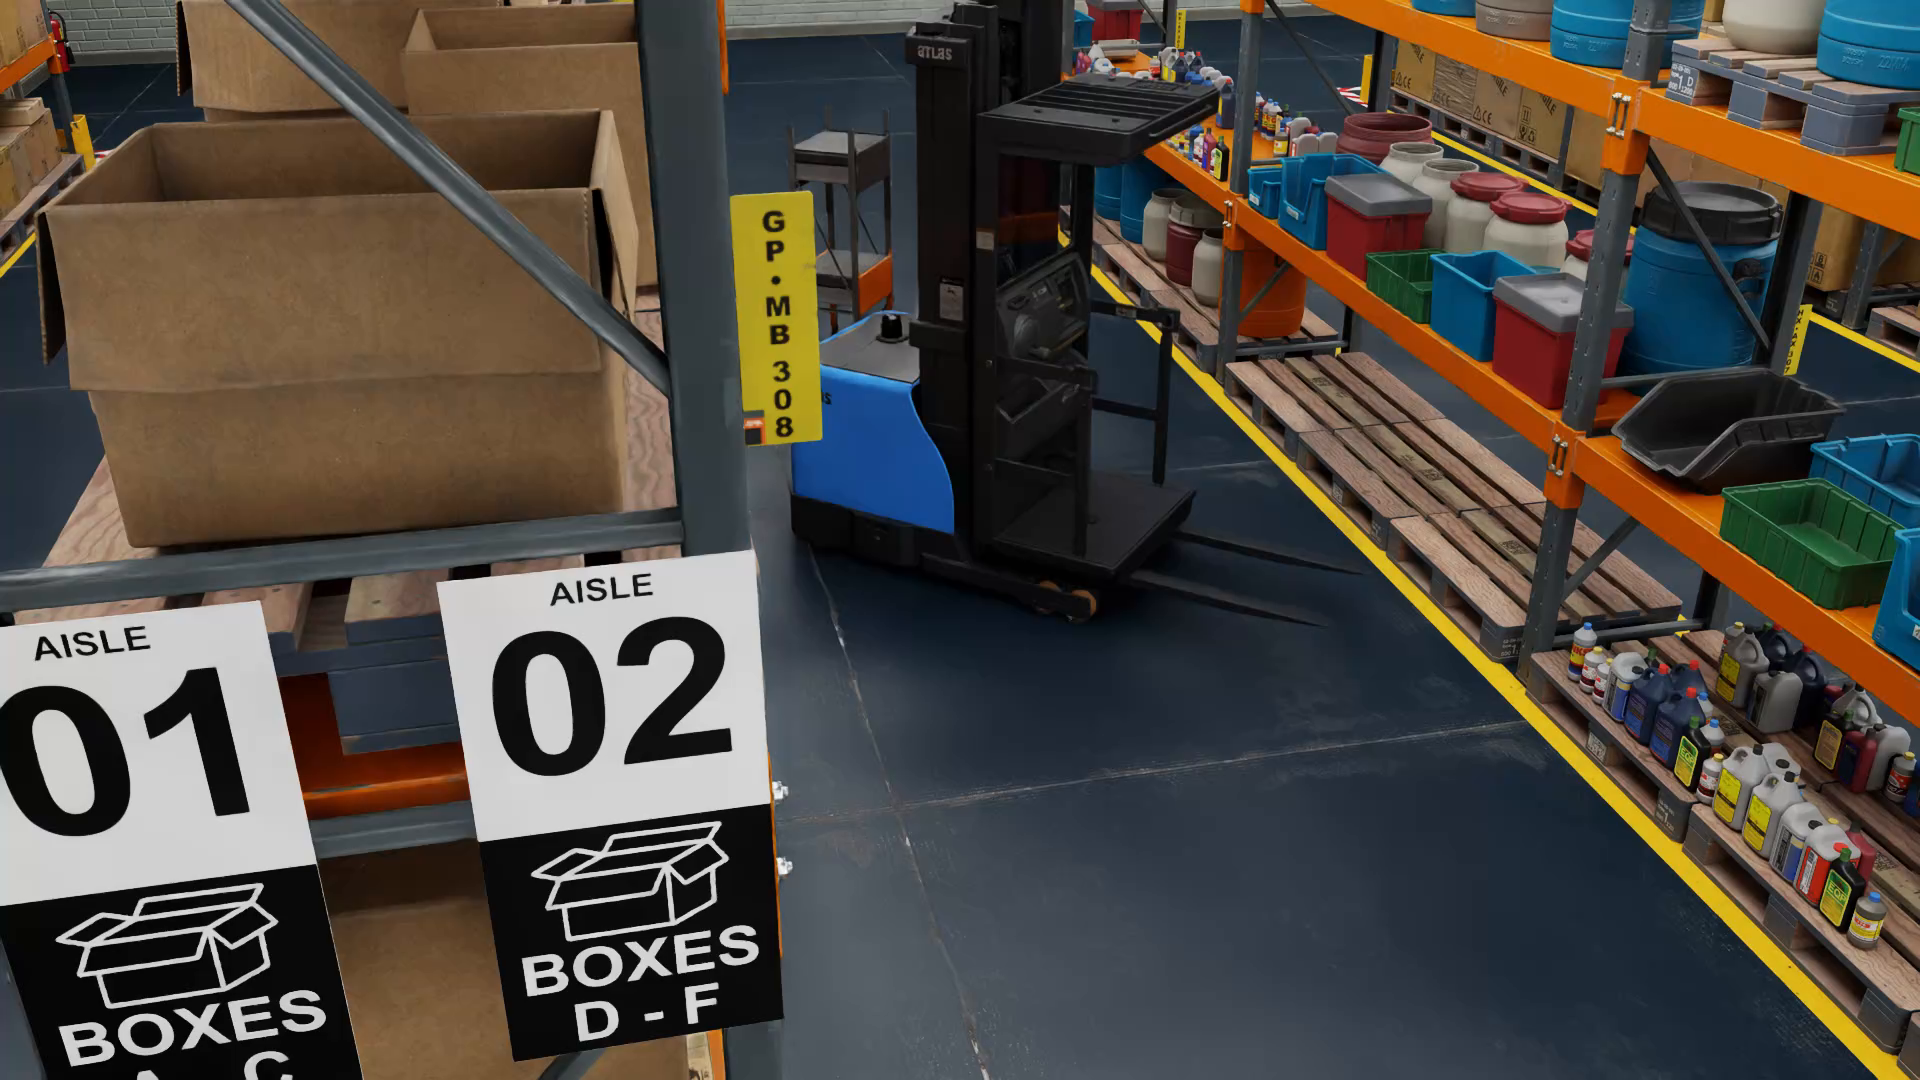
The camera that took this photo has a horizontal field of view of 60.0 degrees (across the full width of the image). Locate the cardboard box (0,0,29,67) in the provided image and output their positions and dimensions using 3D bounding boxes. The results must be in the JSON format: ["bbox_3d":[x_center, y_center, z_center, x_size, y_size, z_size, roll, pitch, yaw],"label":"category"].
[{"bbox_3d":[-8.901,-4.565,14.632,0.980,0.700,0.700,-6,27,-12],"label":"cardboard box"}]

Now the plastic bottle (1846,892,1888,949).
[{"bbox_3d":[3.217,1.337,5.889,0.097,0.201,0.097,0,27,0],"label":"plastic bottle"}]

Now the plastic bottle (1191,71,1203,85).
[{"bbox_3d":[1.866,-3.562,13.122,0.097,0.271,0.097,0,27,0],"label":"plastic bottle"}]

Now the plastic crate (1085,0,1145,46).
[{"bbox_3d":[1.397,-4.695,15.085,0.402,0.464,0.583,-6,27,-12],"label":"plastic crate"}]

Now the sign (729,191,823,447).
[{"bbox_3d":[-0.227,-0.271,2.071,0.100,0.325,0.005,-6,27,-12],"label":"sign"}]

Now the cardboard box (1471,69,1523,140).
[{"bbox_3d":[5.906,-4.657,17.039,0.875,0.875,0.875,-6,27,-12],"label":"cardboard box"}]

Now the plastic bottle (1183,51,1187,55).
[{"bbox_3d":[1.854,-3.933,13.842,0.061,0.283,0.133,-6,27,-12],"label":"plastic bottle"}]

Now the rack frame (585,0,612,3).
[{"bbox_3d":[-1.670,-2.887,4.982,1.000,3.000,0.127,-6,27,-12],"label":"rack frame"}]

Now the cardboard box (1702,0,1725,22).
[{"bbox_3d":[6.474,-4.635,13.880,0.797,0.503,0.637,-6,27,-11],"label":"cardboard box"}]

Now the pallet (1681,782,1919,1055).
[{"bbox_3d":[3.546,1.371,6.300,1.003,0.211,1.213,-6,27,-12],"label":"pallet"}]

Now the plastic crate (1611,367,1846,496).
[{"bbox_3d":[3.151,-0.439,6.860,0.767,0.338,0.504,-6,27,-12],"label":"plastic crate"}]

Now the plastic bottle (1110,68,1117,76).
[{"bbox_3d":[1.221,-3.576,13.134,0.061,0.283,0.133,-6,27,-12],"label":"plastic bottle"}]

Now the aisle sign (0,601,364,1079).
[{"bbox_3d":[-1.040,0.446,2.153,0.394,0.787,0.004,-6,27,-12],"label":"aisle sign"}]

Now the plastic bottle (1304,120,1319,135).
[{"bbox_3d":[2.443,-2.785,11.569,0.061,0.283,0.133,-6,27,-12],"label":"plastic bottle"}]

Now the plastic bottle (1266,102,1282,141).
[{"bbox_3d":[2.287,-3.048,12.102,0.097,0.271,0.097,0,27,0],"label":"plastic bottle"}]

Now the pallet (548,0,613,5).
[{"bbox_3d":[-2.077,-2.440,7.635,1.003,0.211,1.213,-5,27,-9],"label":"pallet"}]

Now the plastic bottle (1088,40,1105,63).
[{"bbox_3d":[1.126,-3.995,13.890,0.144,0.351,0.185,-6,27,-12],"label":"plastic bottle"}]

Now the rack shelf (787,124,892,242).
[{"bbox_3d":[-0.675,-2.028,9.413,0.431,0.518,0.480,10,28,18],"label":"rack shelf"}]

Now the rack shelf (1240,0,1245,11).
[{"bbox_3d":[1.804,-4.362,12.032,1.077,0.370,4.000,-6,27,-12],"label":"rack shelf"}]

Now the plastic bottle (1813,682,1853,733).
[{"bbox_3d":[3.703,0.711,7.038,0.061,0.283,0.133,-4,27,-8],"label":"plastic bottle"}]

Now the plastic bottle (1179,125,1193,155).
[{"bbox_3d":[1.600,-2.867,11.745,0.097,0.271,0.097,0,27,0],"label":"plastic bottle"}]

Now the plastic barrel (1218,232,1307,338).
[{"bbox_3d":[2.128,-1.897,11.623,0.600,0.830,0.708,-6,27,-12],"label":"plastic barrel"}]

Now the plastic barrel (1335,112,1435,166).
[{"bbox_3d":[2.655,-2.354,10.433,0.600,0.536,0.708,-6,27,-12],"label":"plastic barrel"}]

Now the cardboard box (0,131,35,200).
[{"bbox_3d":[-8.718,-3.306,14.779,0.700,0.500,0.500,-7,28,-13],"label":"cardboard box"}]

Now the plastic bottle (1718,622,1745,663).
[{"bbox_3d":[3.542,0.471,7.606,0.097,0.201,0.097,0,27,0],"label":"plastic bottle"}]

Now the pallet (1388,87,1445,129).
[{"bbox_3d":[5.534,-4.893,18.710,1.003,0.211,1.213,-6,27,-12],"label":"pallet"}]

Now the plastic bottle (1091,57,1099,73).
[{"bbox_3d":[1.116,-3.810,13.612,0.097,0.271,0.097,0,27,0],"label":"plastic bottle"}]

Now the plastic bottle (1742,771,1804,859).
[{"bbox_3d":[3.114,1.024,6.344,0.144,0.351,0.185,-5,27,-9],"label":"plastic bottle"}]

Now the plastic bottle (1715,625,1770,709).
[{"bbox_3d":[3.442,0.544,7.294,0.144,0.351,0.185,-6,27,-12],"label":"plastic bottle"}]

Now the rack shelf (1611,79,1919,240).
[{"bbox_3d":[3.607,-0.850,5.074,1.077,0.370,4.000,-6,27,-12],"label":"rack shelf"}]

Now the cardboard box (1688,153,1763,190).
[{"bbox_3d":[6.752,-2.905,13.568,1.225,0.875,0.875,-6,27,-11],"label":"cardboard box"}]

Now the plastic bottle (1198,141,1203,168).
[{"bbox_3d":[1.688,-2.665,11.422,0.097,0.201,0.097,0,27,0],"label":"plastic bottle"}]

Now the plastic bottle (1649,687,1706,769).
[{"bbox_3d":[2.977,0.756,6.875,0.144,0.351,0.185,-7,28,-14],"label":"plastic bottle"}]

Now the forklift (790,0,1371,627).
[{"bbox_3d":[0.607,-1.162,8.300,3.031,2.935,1.130,14,30,26],"label":"forklift"}]

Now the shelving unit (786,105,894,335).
[{"bbox_3d":[-0.675,-1.415,9.723,0.431,2.100,0.503,10,28,18],"label":"shelving unit"}]

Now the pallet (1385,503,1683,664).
[{"bbox_3d":[2.942,0.194,8.631,1.003,0.211,1.213,-6,27,-12],"label":"pallet"}]

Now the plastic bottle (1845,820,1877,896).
[{"bbox_3d":[3.290,1.176,6.117,0.061,0.283,0.133,-6,27,-12],"label":"plastic bottle"}]

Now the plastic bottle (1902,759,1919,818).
[{"bbox_3d":[3.807,0.957,6.565,0.097,0.271,0.097,0,27,0],"label":"plastic bottle"}]

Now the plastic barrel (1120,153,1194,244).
[{"bbox_3d":[1.619,-2.921,13.571,0.600,0.901,0.708,-6,27,-12],"label":"plastic barrel"}]

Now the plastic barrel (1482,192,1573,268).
[{"bbox_3d":[2.989,-1.535,8.811,0.433,0.535,0.433,0,27,0],"label":"plastic barrel"}]

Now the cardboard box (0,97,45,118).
[{"bbox_3d":[-8.738,-3.998,15.430,0.380,0.149,0.250,-6,27,-12],"label":"cardboard box"}]

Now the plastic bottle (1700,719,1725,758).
[{"bbox_3d":[3.046,0.852,6.773,0.097,0.271,0.097,0,27,0],"label":"plastic bottle"}]

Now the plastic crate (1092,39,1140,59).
[{"bbox_3d":[1.388,-4.350,14.765,0.396,0.136,0.243,-6,27,-12],"label":"plastic crate"}]

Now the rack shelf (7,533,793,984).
[{"bbox_3d":[-1.220,-0.348,4.081,1.077,0.370,4.000,-6,27,-12],"label":"rack shelf"}]

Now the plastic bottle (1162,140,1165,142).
[{"bbox_3d":[1.491,-3.050,12.093,0.061,0.283,0.133,-6,27,-12],"label":"plastic bottle"}]

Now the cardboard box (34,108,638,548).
[{"bbox_3d":[-0.894,-0.340,2.530,0.797,0.503,0.637,-4,27,-8],"label":"cardboard box"}]

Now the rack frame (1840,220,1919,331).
[{"bbox_3d":[7.081,-2.969,11.803,1.000,3.000,0.127,-6,27,-12],"label":"rack frame"}]

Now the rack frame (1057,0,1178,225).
[{"bbox_3d":[1.354,-4.222,14.285,1.000,3.000,0.127,-6,27,-12],"label":"rack frame"}]

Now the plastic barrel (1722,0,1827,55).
[{"bbox_3d":[3.062,-2.077,6.118,0.421,0.512,0.421,0,27,0],"label":"plastic barrel"}]

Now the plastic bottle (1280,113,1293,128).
[{"bbox_3d":[2.309,-2.882,11.773,0.097,0.271,0.097,0,27,0],"label":"plastic bottle"}]

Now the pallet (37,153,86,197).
[{"bbox_3d":[-8.944,-3.384,15.720,1.003,0.211,1.213,-6,27,-12],"label":"pallet"}]

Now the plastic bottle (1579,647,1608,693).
[{"bbox_3d":[2.824,0.572,7.405,0.097,0.201,0.097,0,27,0],"label":"plastic bottle"}]

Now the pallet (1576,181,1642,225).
[{"bbox_3d":[6.426,-3.149,15.254,1.003,0.211,1.213,-6,27,-12],"label":"pallet"}]

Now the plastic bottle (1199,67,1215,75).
[{"bbox_3d":[1.953,-3.644,13.279,0.152,0.276,0.135,-6,27,-12],"label":"plastic bottle"}]

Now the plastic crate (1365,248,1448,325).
[{"bbox_3d":[2.489,-1.351,8.833,0.450,0.188,0.662,-6,27,-12],"label":"plastic crate"}]
